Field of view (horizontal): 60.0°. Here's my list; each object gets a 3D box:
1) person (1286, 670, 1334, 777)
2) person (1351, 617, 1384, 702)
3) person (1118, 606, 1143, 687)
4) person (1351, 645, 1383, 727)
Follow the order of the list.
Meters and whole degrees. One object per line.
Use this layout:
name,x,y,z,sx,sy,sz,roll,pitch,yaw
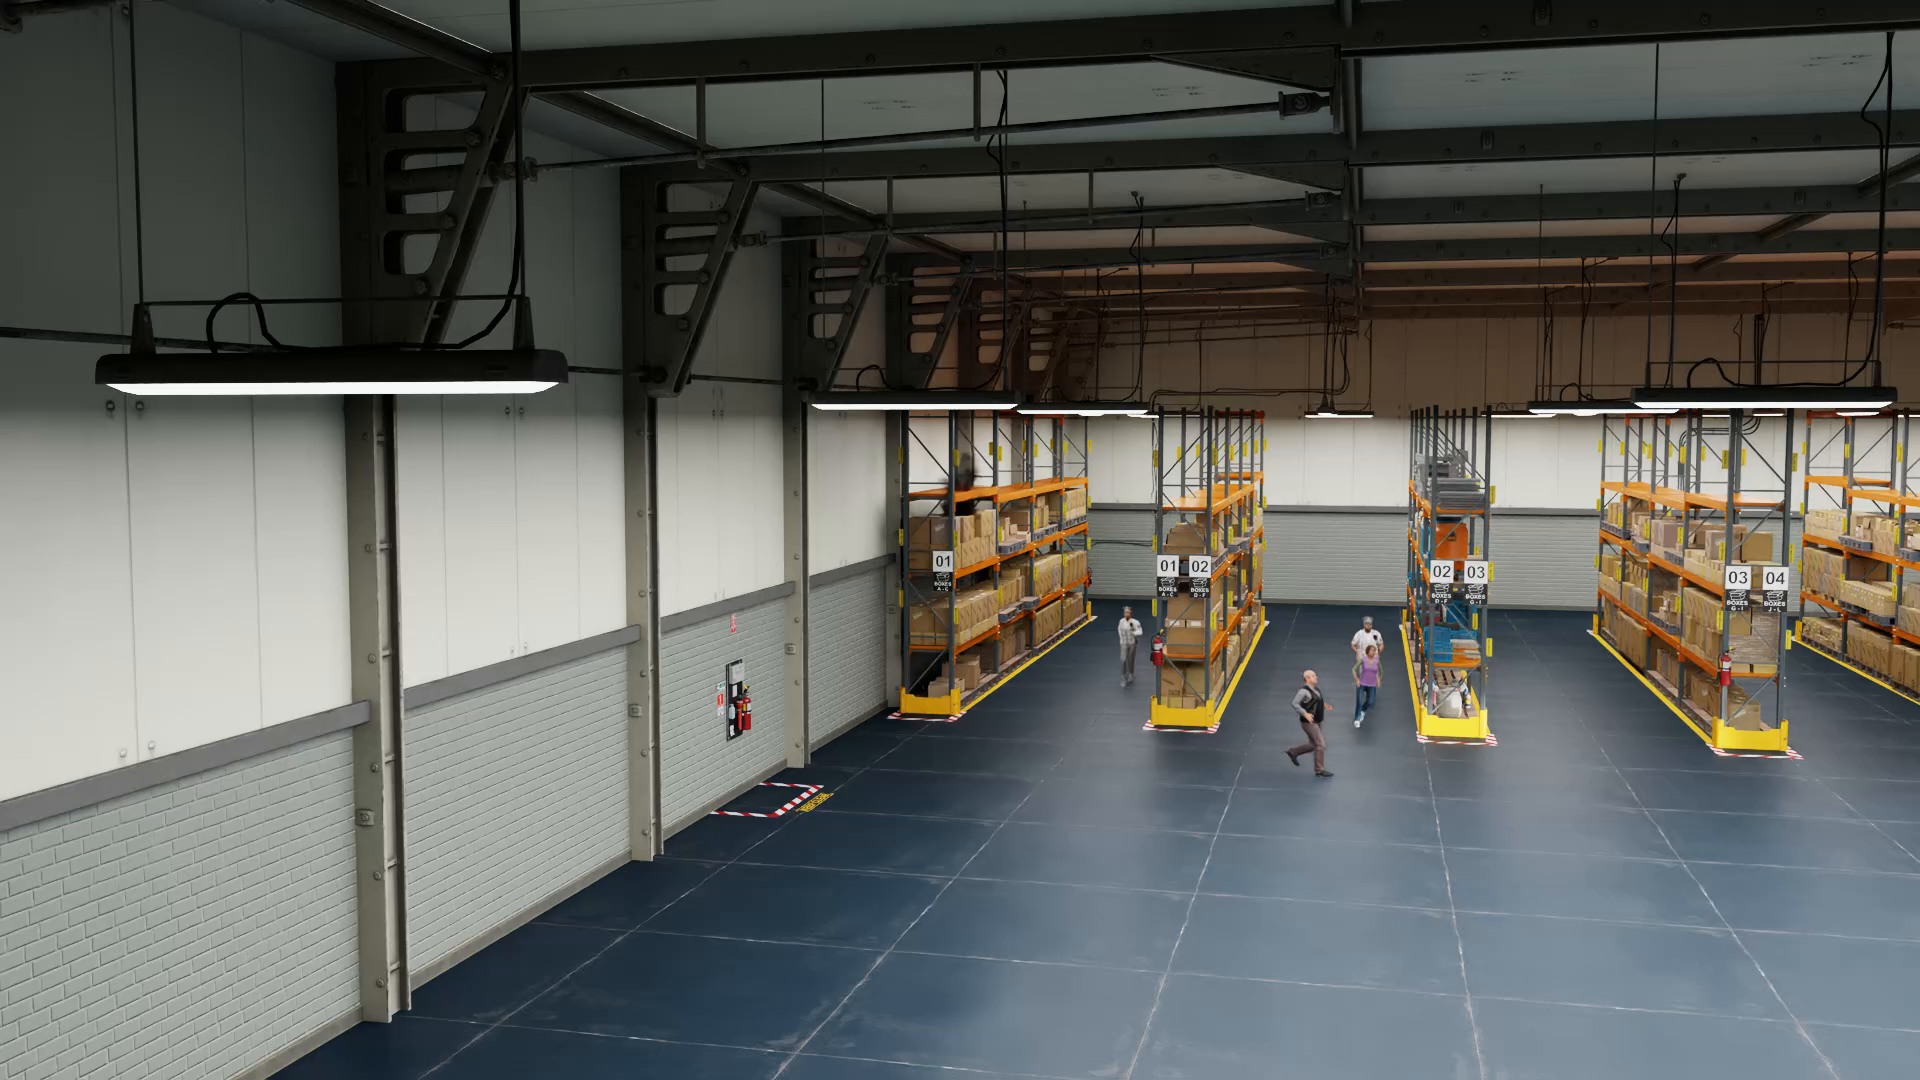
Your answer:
person,5.661,2.950,26.840,0.825,1.695,0.670,3,5,34
person,8.310,2.424,33.901,0.659,1.726,0.622,1,4,8
person,3.685,2.300,36.070,0.584,1.754,0.775,1,4,16
person,7.630,2.735,31.134,0.594,1.551,0.483,0,4,5
